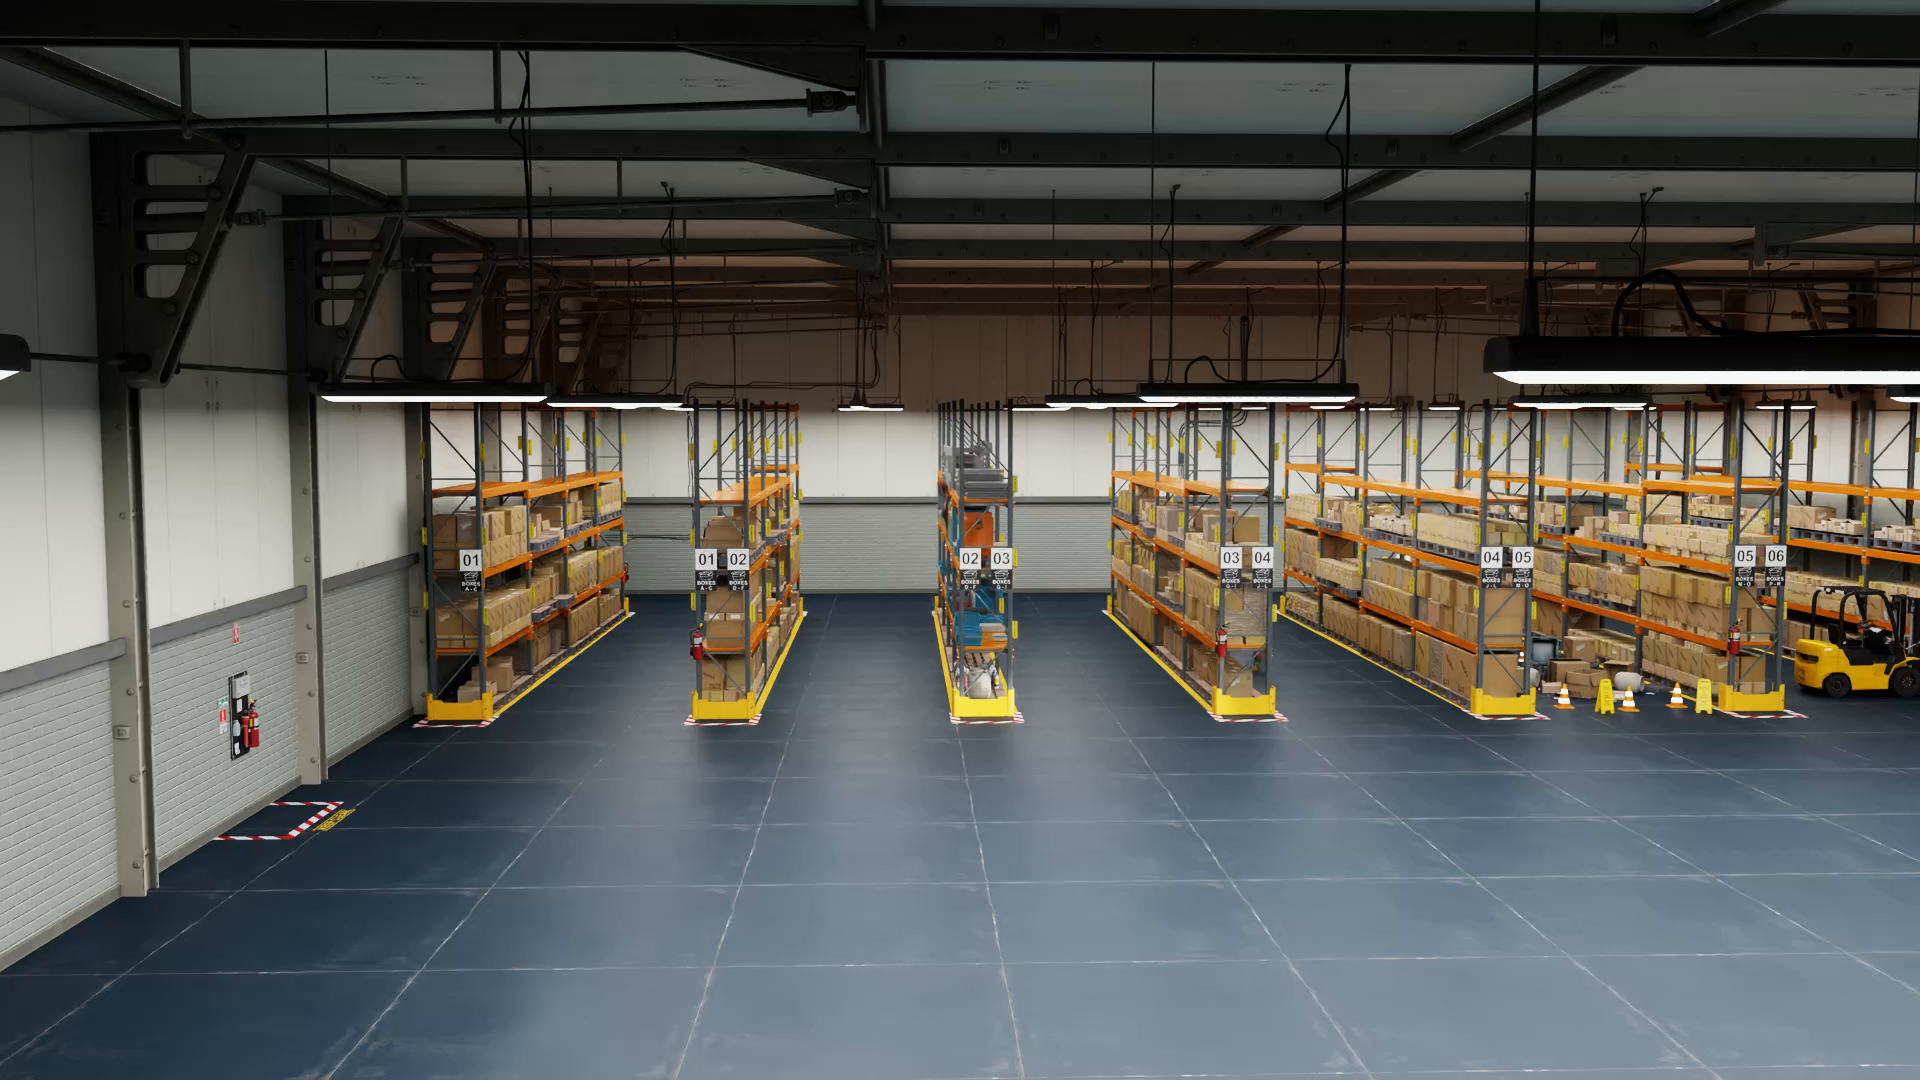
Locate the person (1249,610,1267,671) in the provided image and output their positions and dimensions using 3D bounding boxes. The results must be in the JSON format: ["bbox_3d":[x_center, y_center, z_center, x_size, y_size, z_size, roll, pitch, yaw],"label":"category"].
[{"bbox_3d":[6.571,2.005,37.230,0.606,1.790,0.548,-3,5,-33],"label":"person"}]

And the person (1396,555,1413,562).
[{"bbox_3d":[13.527,1.015,50.417,0.624,1.782,0.427,0,4,3],"label":"person"}]
